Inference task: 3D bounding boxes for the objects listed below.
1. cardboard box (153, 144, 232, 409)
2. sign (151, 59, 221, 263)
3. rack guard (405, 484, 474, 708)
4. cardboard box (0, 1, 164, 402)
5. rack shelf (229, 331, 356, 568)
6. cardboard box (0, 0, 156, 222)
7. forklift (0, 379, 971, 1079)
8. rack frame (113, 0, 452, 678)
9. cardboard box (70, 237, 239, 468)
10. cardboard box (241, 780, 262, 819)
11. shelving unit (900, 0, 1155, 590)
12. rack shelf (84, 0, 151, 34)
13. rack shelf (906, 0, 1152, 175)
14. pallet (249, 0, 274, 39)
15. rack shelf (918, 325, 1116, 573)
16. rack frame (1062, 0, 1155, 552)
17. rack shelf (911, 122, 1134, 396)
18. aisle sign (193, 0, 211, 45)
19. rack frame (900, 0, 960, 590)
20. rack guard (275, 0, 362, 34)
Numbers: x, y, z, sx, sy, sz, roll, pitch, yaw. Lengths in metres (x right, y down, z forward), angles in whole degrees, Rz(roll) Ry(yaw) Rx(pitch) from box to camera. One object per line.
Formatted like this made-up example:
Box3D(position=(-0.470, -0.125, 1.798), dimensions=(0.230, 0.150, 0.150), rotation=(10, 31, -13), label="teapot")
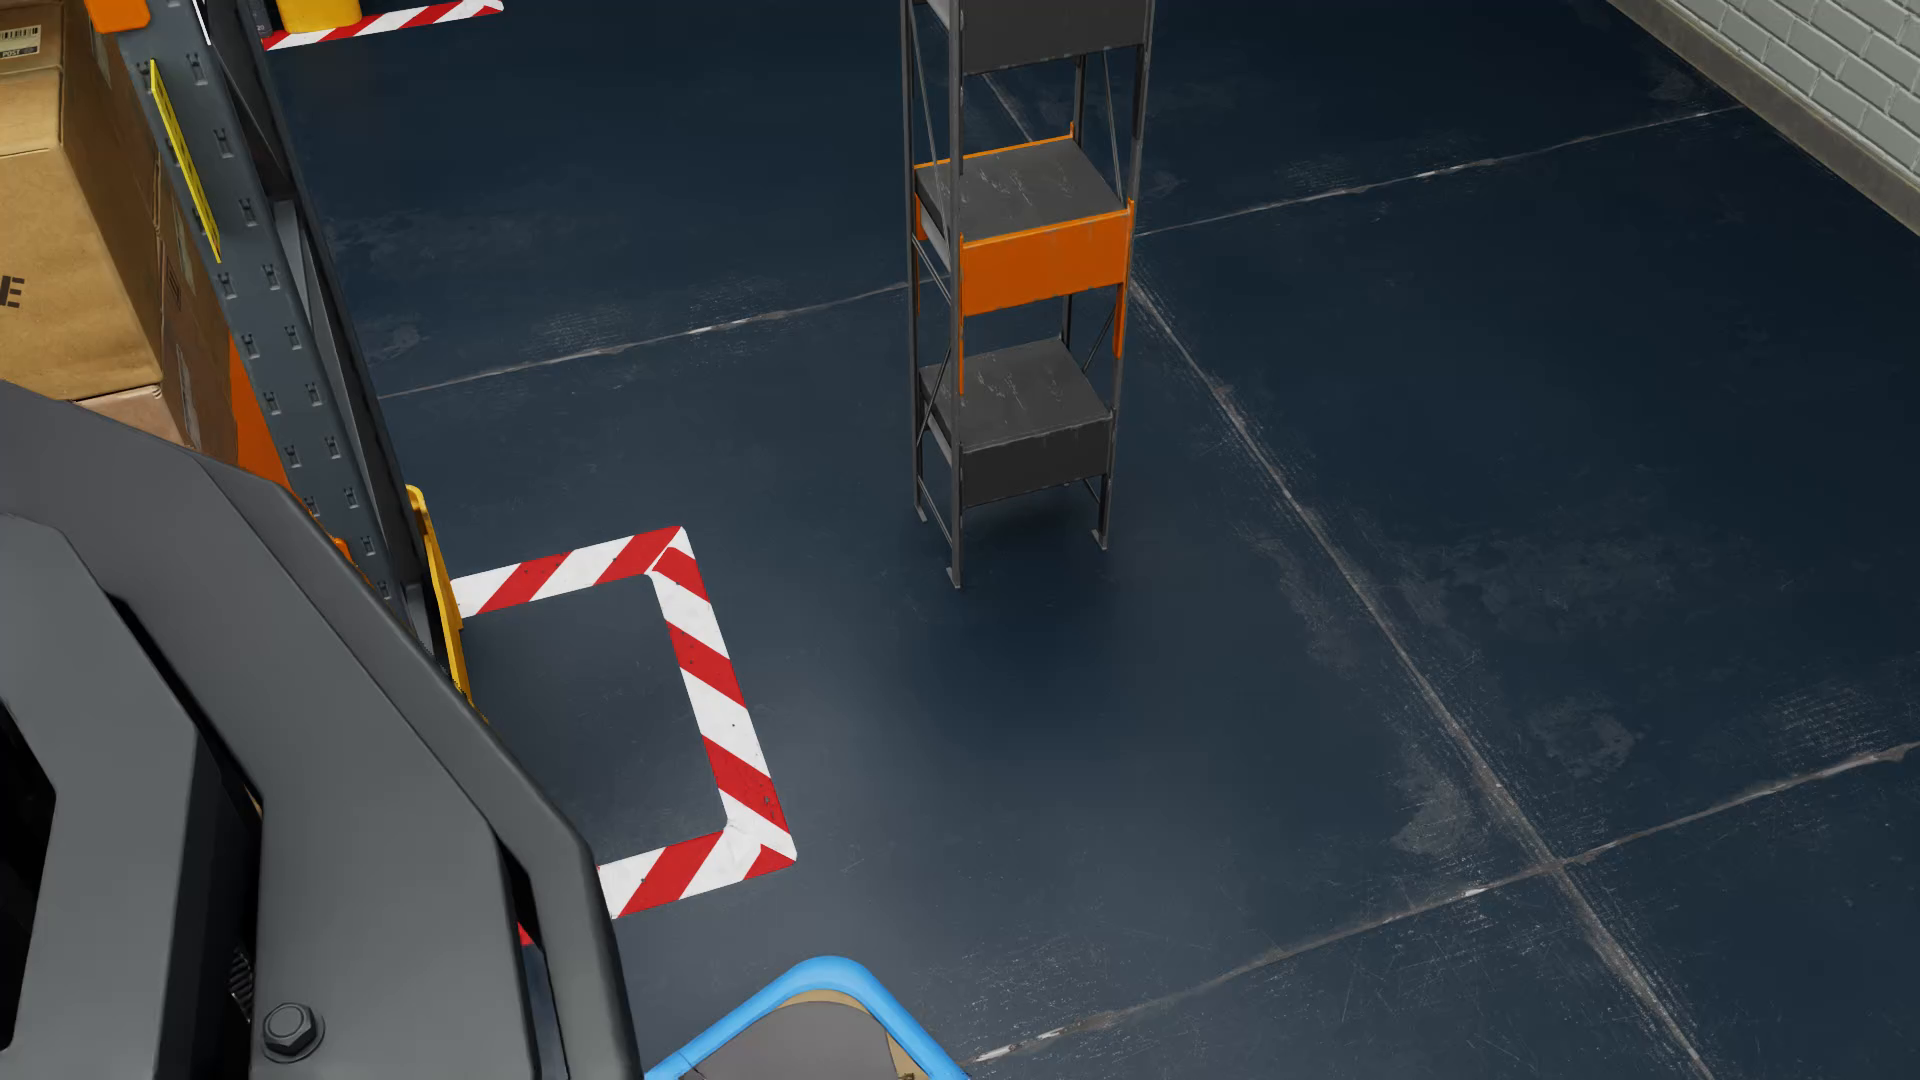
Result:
Box3D(position=(-1.931, -0.568, 3.628), dimensions=(0.500, 0.500, 0.500), rotation=(-13, 47, -13), label="cardboard box")
Box3D(position=(-1.255, -0.609, 2.699), dimensions=(0.005, 0.325, 0.100), rotation=(-14, 47, -14), label="sign")
Box3D(position=(-1.496, 0.437, 4.461), dimensions=(0.348, 0.500, 1.175), rotation=(-14, 47, -14), label="rack guard")
Box3D(position=(-1.749, -0.562, 2.916), dimensions=(0.500, 0.500, 0.500), rotation=(-15, 47, -14), label="cardboard box")
Box3D(position=(-3.305, 0.271, 3.370), dimensions=(4.000, 0.370, 1.077), rotation=(-14, 47, -14), label="rack shelf")
Box3D(position=(-1.931, -0.921, 3.273), dimensions=(0.500, 0.500, 0.500), rotation=(-13, 47, -13), label="cardboard box")
Box3D(position=(-1.028, 1.394, 1.792), dimensions=(3.031, 2.935, 1.130), rotation=(-32, 53, -28), label="forklift")
Box3D(position=(-1.424, -0.464, 3.594), dimensions=(0.127, 3.000, 1.000), rotation=(-14, 47, -14), label="rack frame")
Box3D(position=(-1.753, -0.210, 3.271), dimensions=(0.500, 0.500, 0.500), rotation=(-13, 47, -13), label="cardboard box")
Box3D(position=(-1.852, 0.558, 4.030), dimensions=(0.500, 0.500, 0.500), rotation=(-14, 47, -14), label="cardboard box")
Box3D(position=(0.156, -0.781, 4.546), dimensions=(0.503, 2.100, 0.431), rotation=(-14, 47, -14), label="shelving unit")
Box3D(position=(-3.305, -0.788, 2.307), dimensions=(4.000, 0.370, 1.077), rotation=(-14, 47, -14), label="rack shelf")
Box3D(position=(0.156, -1.266, 4.060), dimensions=(0.480, 0.518, 0.431), rotation=(-14, 47, -14), label="rack shelf")
Box3D(position=(-3.835, -2.534, 7.627), dimensions=(1.213, 0.211, 1.003), rotation=(-14, 47, -14), label="pallet")
Box3D(position=(0.156, -0.277, 5.051), dimensions=(0.480, 0.518, 0.431), rotation=(-14, 47, -14), label="rack shelf")
Box3D(position=(0.385, -0.840, 4.604), dimensions=(0.015, 2.100, 0.400), rotation=(-14, 47, -14), label="rack frame")
Box3D(position=(0.156, -0.771, 4.556), dimensions=(0.480, 0.518, 0.431), rotation=(-14, 47, -14), label="rack shelf")
Box3D(position=(-1.256, -1.194, 2.487), dimensions=(0.004, 0.787, 0.394), rotation=(-14, 47, -14), label="aisle sign")
Box3D(position=(-0.074, -0.722, 4.487), dimensions=(0.015, 2.100, 0.400), rotation=(-14, 47, -14), label="rack frame")
Box3D(position=(-3.087, -2.886, 7.774), dimensions=(0.348, 0.500, 1.175), rotation=(-14, 47, -14), label="rack guard")
